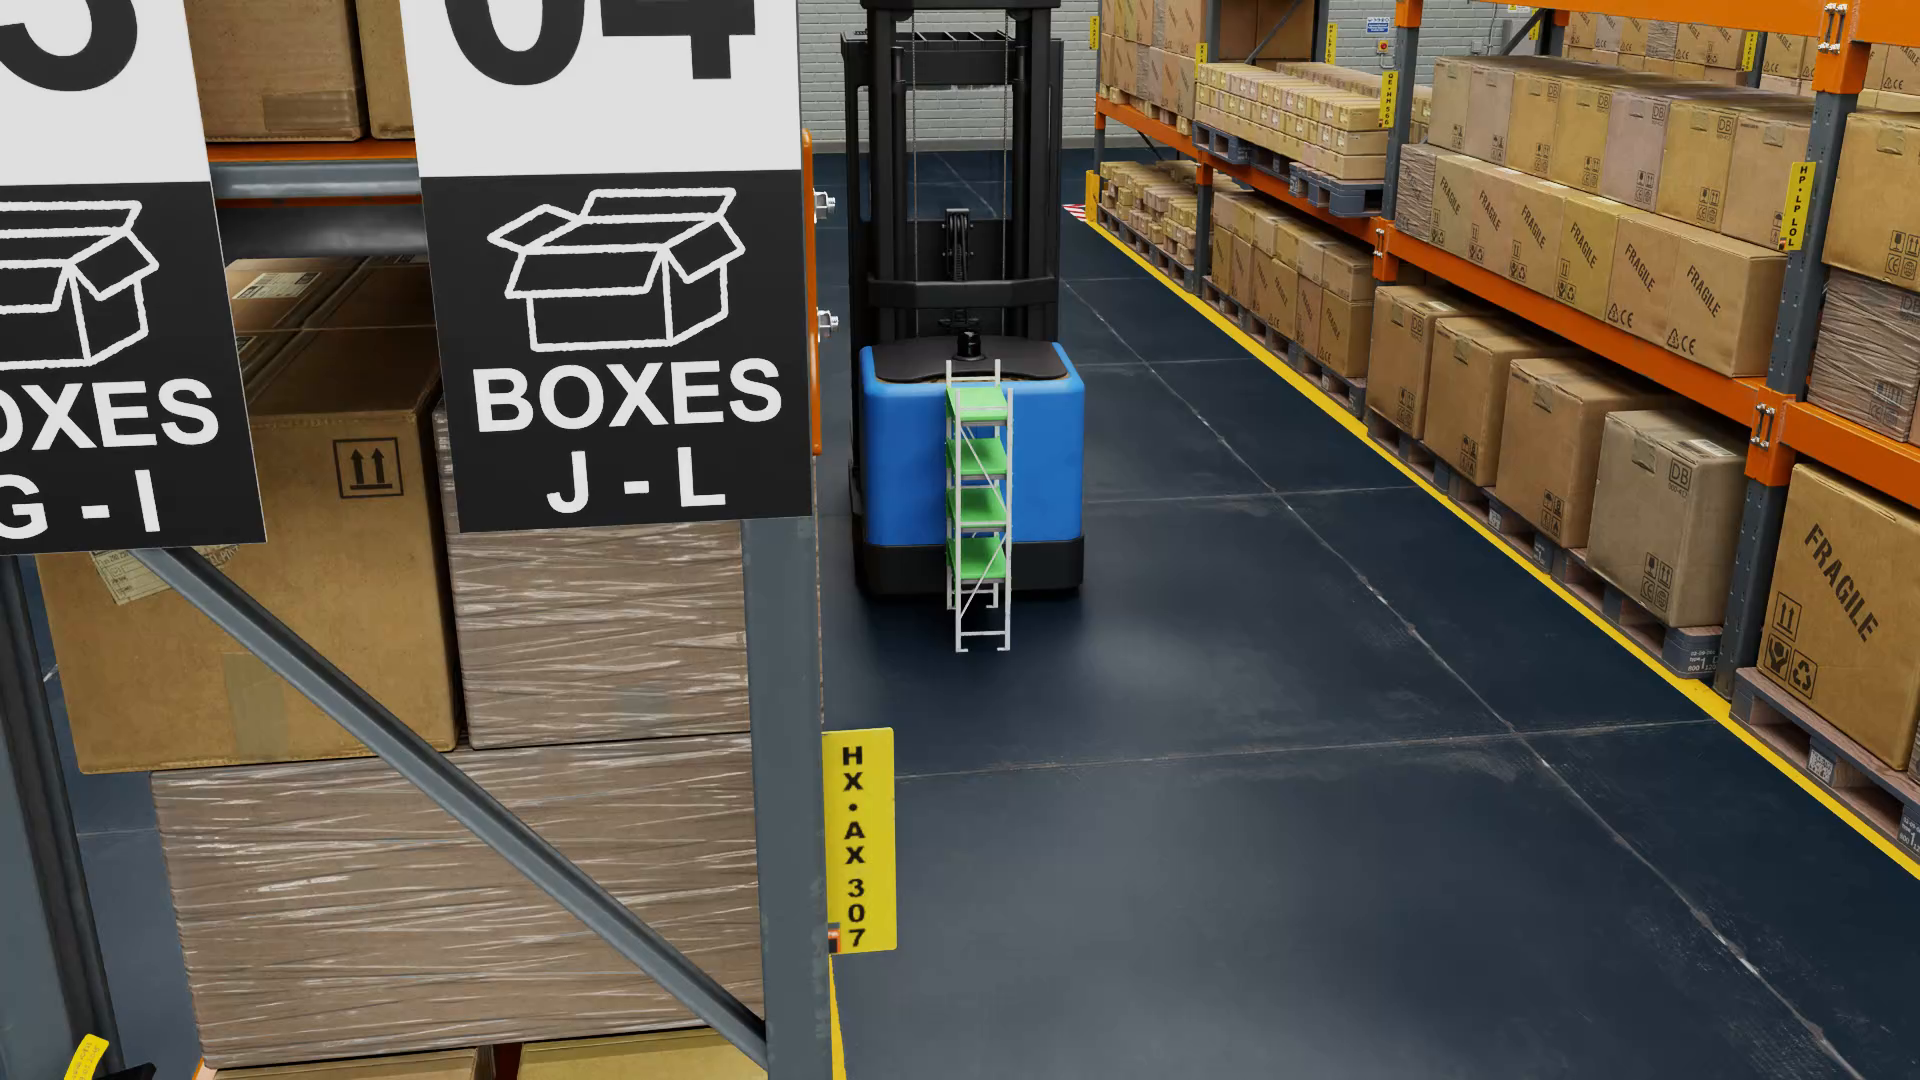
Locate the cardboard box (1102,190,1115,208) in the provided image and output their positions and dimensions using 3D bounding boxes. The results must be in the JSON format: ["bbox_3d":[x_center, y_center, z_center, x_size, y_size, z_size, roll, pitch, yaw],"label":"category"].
[{"bbox_3d":[1.704,-3.594,17.526,0.380,0.149,0.250,-2,21,-7],"label":"cardboard box"}]

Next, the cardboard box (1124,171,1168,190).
[{"bbox_3d":[1.871,-3.607,16.710,0.380,0.149,0.250,-4,21,-10],"label":"cardboard box"}]

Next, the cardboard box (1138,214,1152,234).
[{"bbox_3d":[1.941,-3.059,16.093,0.380,0.149,0.250,-3,21,-8],"label":"cardboard box"}]

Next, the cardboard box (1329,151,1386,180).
[{"bbox_3d":[2.573,-2.387,10.579,0.380,0.149,0.250,-3,21,-7],"label":"cardboard box"}]

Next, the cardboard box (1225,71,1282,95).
[{"bbox_3d":[2.238,-3.472,12.633,0.380,0.149,0.250,-3,21,-8],"label":"cardboard box"}]

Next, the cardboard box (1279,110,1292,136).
[{"bbox_3d":[2.427,-2.883,11.482,0.380,0.149,0.250,-3,21,-8],"label":"cardboard box"}]

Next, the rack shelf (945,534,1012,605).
[{"bbox_3d":[0.080,0.129,7.524,0.258,0.148,0.480,-2,21,-5],"label":"rack shelf"}]

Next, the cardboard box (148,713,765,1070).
[{"bbox_3d":[-0.723,0.447,2.665,0.875,0.500,0.500,-3,21,-8],"label":"cardboard box"}]

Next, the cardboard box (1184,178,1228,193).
[{"bbox_3d":[2.412,-3.446,16.281,0.380,0.149,0.250,-4,21,-10],"label":"cardboard box"}]

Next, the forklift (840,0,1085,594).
[{"bbox_3d":[-0.053,-1.590,8.784,1.130,2.935,3.031,-2,21,-5],"label":"forklift"}]

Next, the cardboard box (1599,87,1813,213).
[{"bbox_3d":[3.450,-1.815,7.717,0.700,0.500,0.500,-3,21,-7],"label":"cardboard box"}]

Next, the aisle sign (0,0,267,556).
[{"bbox_3d":[-0.959,-0.357,1.668,0.394,0.787,0.004,-3,21,-8],"label":"aisle sign"}]

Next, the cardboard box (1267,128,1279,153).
[{"bbox_3d":[2.393,-2.831,11.768,0.380,0.149,0.250,-2,21,-6],"label":"cardboard box"}]

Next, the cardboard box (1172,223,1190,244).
[{"bbox_3d":[2.111,-2.732,14.793,0.380,0.149,0.250,-4,21,-10],"label":"cardboard box"}]

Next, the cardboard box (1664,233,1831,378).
[{"bbox_3d":[3.336,-0.989,6.935,0.500,0.500,0.500,-3,21,-8],"label":"cardboard box"}]

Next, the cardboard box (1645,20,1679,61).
[{"bbox_3d":[6.917,-4.846,15.833,0.500,0.500,0.500,-3,21,-7],"label":"cardboard box"}]

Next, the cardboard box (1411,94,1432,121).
[{"bbox_3d":[3.152,-2.866,11.011,0.380,0.149,0.250,-3,21,-8],"label":"cardboard box"}]

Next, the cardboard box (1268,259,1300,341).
[{"bbox_3d":[2.582,-1.763,12.121,0.500,0.500,0.500,-4,21,-10],"label":"cardboard box"}]

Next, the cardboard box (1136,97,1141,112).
[{"bbox_3d":[1.927,-4.237,16.132,0.380,0.149,0.250,-3,21,-9],"label":"cardboard box"}]

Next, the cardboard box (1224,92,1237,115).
[{"bbox_3d":[2.239,-3.335,12.692,0.380,0.149,0.250,-4,21,-10],"label":"cardboard box"}]

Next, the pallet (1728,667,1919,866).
[{"bbox_3d":[3.708,0.798,6.277,1.003,0.211,1.213,-3,21,-8],"label":"pallet"}]

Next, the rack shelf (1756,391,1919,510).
[{"bbox_3d":[3.964,0.254,4.777,1.077,0.370,4.000,-3,21,-8],"label":"rack shelf"}]

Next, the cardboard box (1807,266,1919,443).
[{"bbox_3d":[3.741,-0.718,6.138,0.875,0.550,0.550,-3,21,-8],"label":"cardboard box"}]

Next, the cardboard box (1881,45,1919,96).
[{"bbox_3d":[7.436,-3.651,12.633,0.500,0.500,0.500,-3,21,-9],"label":"cardboard box"}]

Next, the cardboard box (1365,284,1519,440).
[{"bbox_3d":[3.098,-1.088,9.957,1.050,0.750,0.750,-3,21,-8],"label":"cardboard box"}]

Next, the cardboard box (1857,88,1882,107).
[{"bbox_3d":[7.340,-3.472,13.225,0.500,0.250,0.500,-3,21,-7],"label":"cardboard box"}]

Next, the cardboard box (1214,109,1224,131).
[{"bbox_3d":[2.202,-3.282,12.976,0.380,0.149,0.250,-3,21,-7],"label":"cardboard box"}]

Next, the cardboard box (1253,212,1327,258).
[{"bbox_3d":[2.516,-2.292,12.466,0.500,0.250,0.500,-2,21,-6],"label":"cardboard box"}]

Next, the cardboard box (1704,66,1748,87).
[{"bbox_3d":[7.086,-4.024,15.061,0.500,0.500,0.500,-3,21,-7],"label":"cardboard box"}]

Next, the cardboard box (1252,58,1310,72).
[{"bbox_3d":[2.700,-3.916,14.345,0.500,0.500,0.500,-3,21,-9],"label":"cardboard box"}]

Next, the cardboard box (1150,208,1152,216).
[{"bbox_3d":[2.045,-3.191,16.022,0.380,0.149,0.250,-2,21,-5],"label":"cardboard box"}]

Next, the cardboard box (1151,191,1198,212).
[{"bbox_3d":[2.004,-3.150,15.488,0.380,0.149,0.250,-4,21,-10],"label":"cardboard box"}]

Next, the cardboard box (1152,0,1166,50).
[{"bbox_3d":[2.047,-4.706,15.031,0.500,0.500,0.500,-2,21,-6],"label":"cardboard box"}]

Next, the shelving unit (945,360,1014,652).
[{"bbox_3d":[0.080,-0.156,7.418,0.258,1.200,0.503,-2,21,-5],"label":"shelving unit"}]

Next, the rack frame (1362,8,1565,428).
[{"bbox_3d":[3.099,-2.160,10.213,1.000,3.000,0.127,-3,21,-8],"label":"rack frame"}]

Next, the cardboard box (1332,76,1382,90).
[{"bbox_3d":[2.960,-3.323,12.233,0.380,0.149,0.250,-4,21,-10],"label":"cardboard box"}]

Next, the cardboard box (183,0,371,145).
[{"bbox_3d":[-0.991,-0.664,2.135,0.500,0.250,0.500,-2,21,-6],"label":"cardboard box"}]

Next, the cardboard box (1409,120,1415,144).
[{"bbox_3d":[3.145,-2.742,11.105,0.380,0.149,0.250,-4,21,-9],"label":"cardboard box"}]

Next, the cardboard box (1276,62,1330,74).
[{"bbox_3d":[2.773,-3.774,13.442,0.380,0.149,0.250,-2,21,-5],"label":"cardboard box"}]

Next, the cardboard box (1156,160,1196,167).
[{"bbox_3d":[2.273,-3.900,17.494,0.380,0.149,0.250,-3,21,-7],"label":"cardboard box"}]

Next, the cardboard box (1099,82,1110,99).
[{"bbox_3d":[1.668,-4.684,17.328,0.380,0.149,0.250,-3,21,-8],"label":"cardboard box"}]

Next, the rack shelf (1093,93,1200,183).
[{"bbox_3d":[2.234,-3.901,15.901,1.077,0.370,4.000,-3,21,-8],"label":"rack shelf"}]

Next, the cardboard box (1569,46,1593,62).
[{"bbox_3d":[6.715,-4.907,17.425,0.500,0.500,0.500,-3,21,-9],"label":"cardboard box"}]

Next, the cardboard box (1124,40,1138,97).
[{"bbox_3d":[1.898,-4.593,16.158,0.500,0.500,0.500,-3,21,-7],"label":"cardboard box"}]

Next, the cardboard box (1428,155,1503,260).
[{"bbox_3d":[2.973,-1.862,9.272,0.500,0.500,0.500,-3,21,-8],"label":"cardboard box"}]

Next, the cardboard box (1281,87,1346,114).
[{"bbox_3d":[2.432,-3.018,11.419,0.380,0.149,0.250,-3,21,-8],"label":"cardboard box"}]

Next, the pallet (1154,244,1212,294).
[{"bbox_3d":[2.391,-2.470,15.027,1.003,0.211,1.213,-3,21,-8],"label":"pallet"}]

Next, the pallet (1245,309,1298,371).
[{"bbox_3d":[2.815,-1.546,12.554,1.003,0.211,1.213,-3,21,-8],"label":"pallet"}]

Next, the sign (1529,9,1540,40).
[{"bbox_3d":[6.279,-5.632,18.157,0.100,0.325,0.005,-3,21,-8],"label":"sign"}]

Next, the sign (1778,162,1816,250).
[{"bbox_3d":[3.140,-1.250,6.234,0.100,0.325,0.005,-3,21,-8],"label":"sign"}]
